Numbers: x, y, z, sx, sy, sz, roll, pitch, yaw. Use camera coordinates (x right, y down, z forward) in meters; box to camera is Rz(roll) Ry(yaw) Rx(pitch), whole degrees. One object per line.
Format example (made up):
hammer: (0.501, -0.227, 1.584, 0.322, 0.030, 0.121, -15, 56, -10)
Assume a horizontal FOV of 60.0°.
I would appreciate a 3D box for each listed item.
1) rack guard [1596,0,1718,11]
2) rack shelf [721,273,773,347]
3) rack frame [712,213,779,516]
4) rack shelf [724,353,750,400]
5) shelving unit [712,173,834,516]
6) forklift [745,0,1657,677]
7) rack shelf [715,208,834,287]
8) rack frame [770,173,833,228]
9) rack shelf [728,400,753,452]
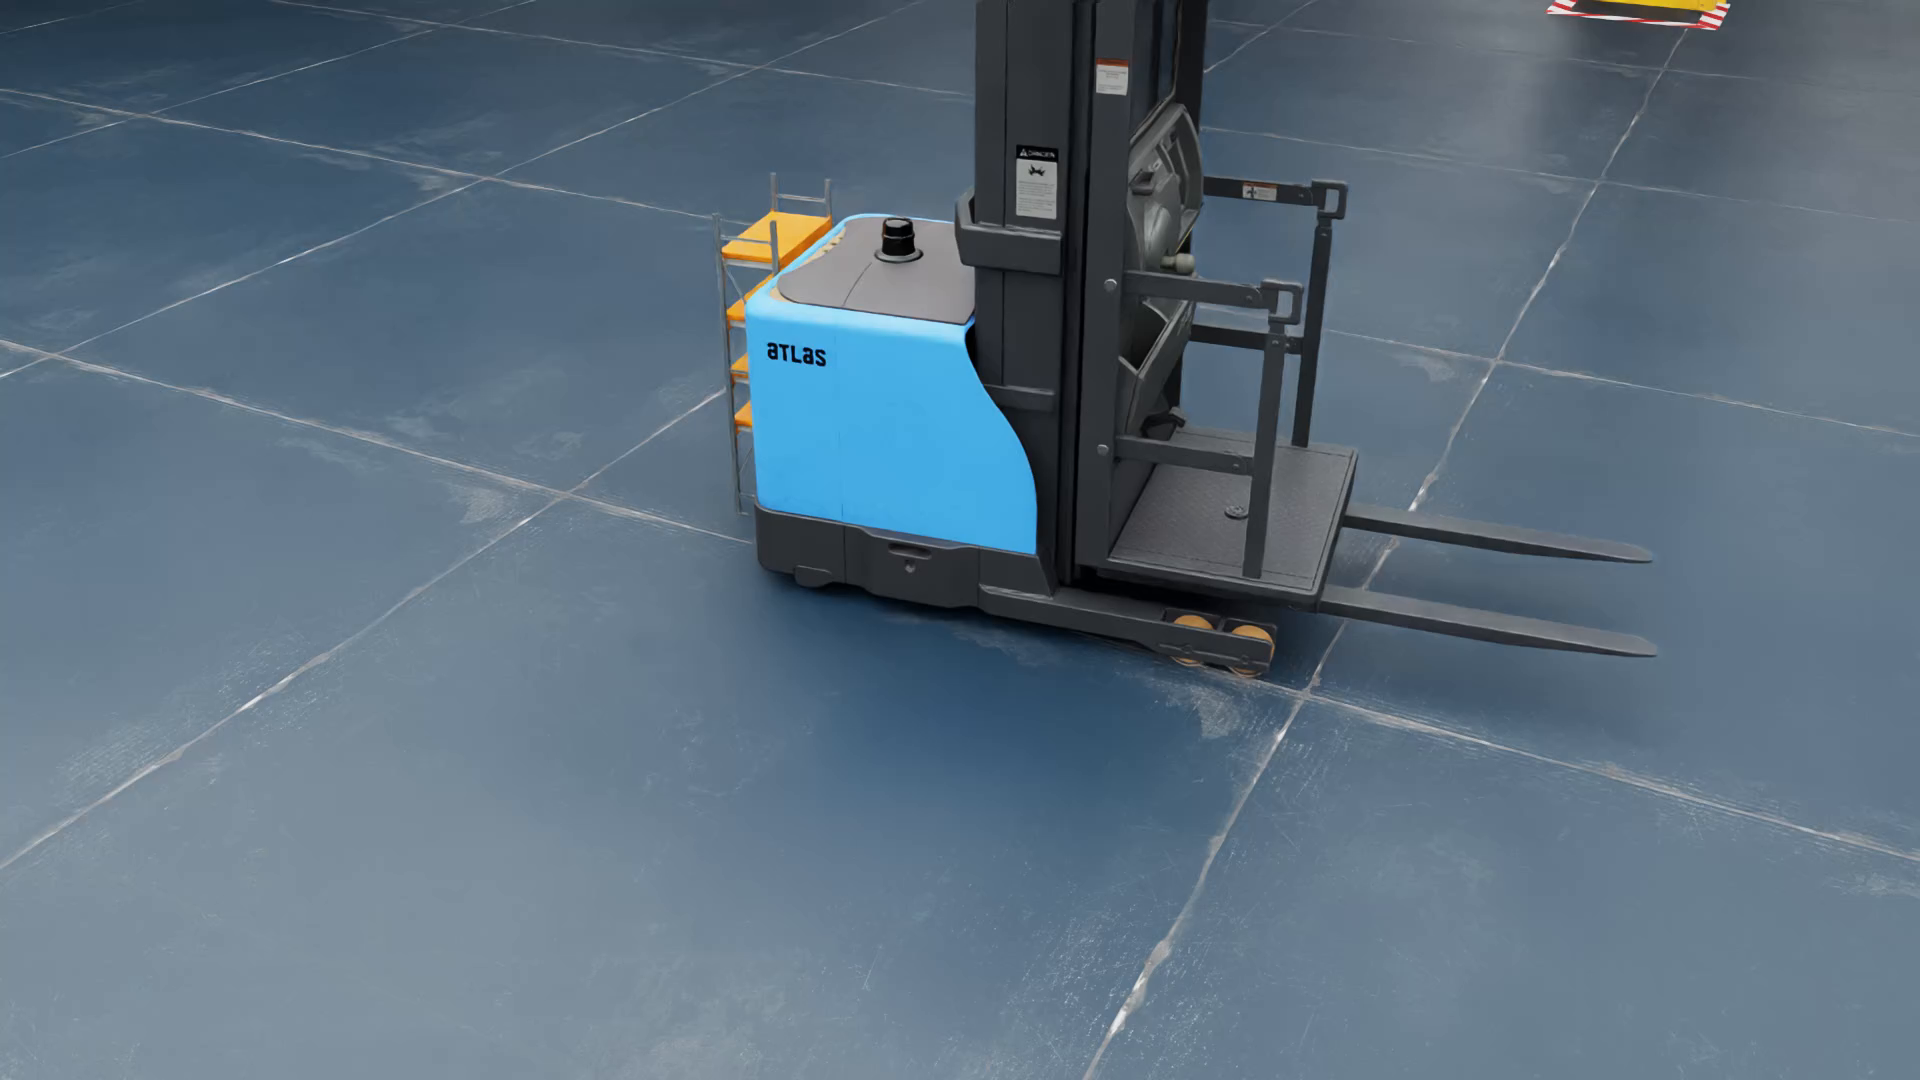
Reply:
rack guard: (5.890, -4.866, 14.222, 1.175, 0.500, 0.348, 14, 33, 23)
rack shelf: (-0.673, -0.855, 6.220, 0.258, 0.148, 0.480, 10, 31, 16)
rack frame: (-0.752, -0.605, 6.098, 0.240, 1.200, 0.015, 10, 31, 16)
rack shelf: (-0.673, -0.661, 6.332, 0.258, 0.148, 0.480, 10, 31, 16)
shelving unit: (-0.673, -0.720, 6.298, 0.258, 1.200, 0.503, 10, 31, 16)
forklift: (0.844, -1.119, 5.256, 3.031, 2.935, 1.130, 10, 31, 16)
rack shelf: (-0.673, -1.061, 6.103, 0.258, 0.148, 0.480, 10, 31, 16)
rack frame: (-0.594, -0.835, 6.498, 0.240, 1.200, 0.015, 10, 31, 16)
rack shelf: (-0.673, -0.489, 6.430, 0.258, 0.148, 0.480, 10, 31, 16)
